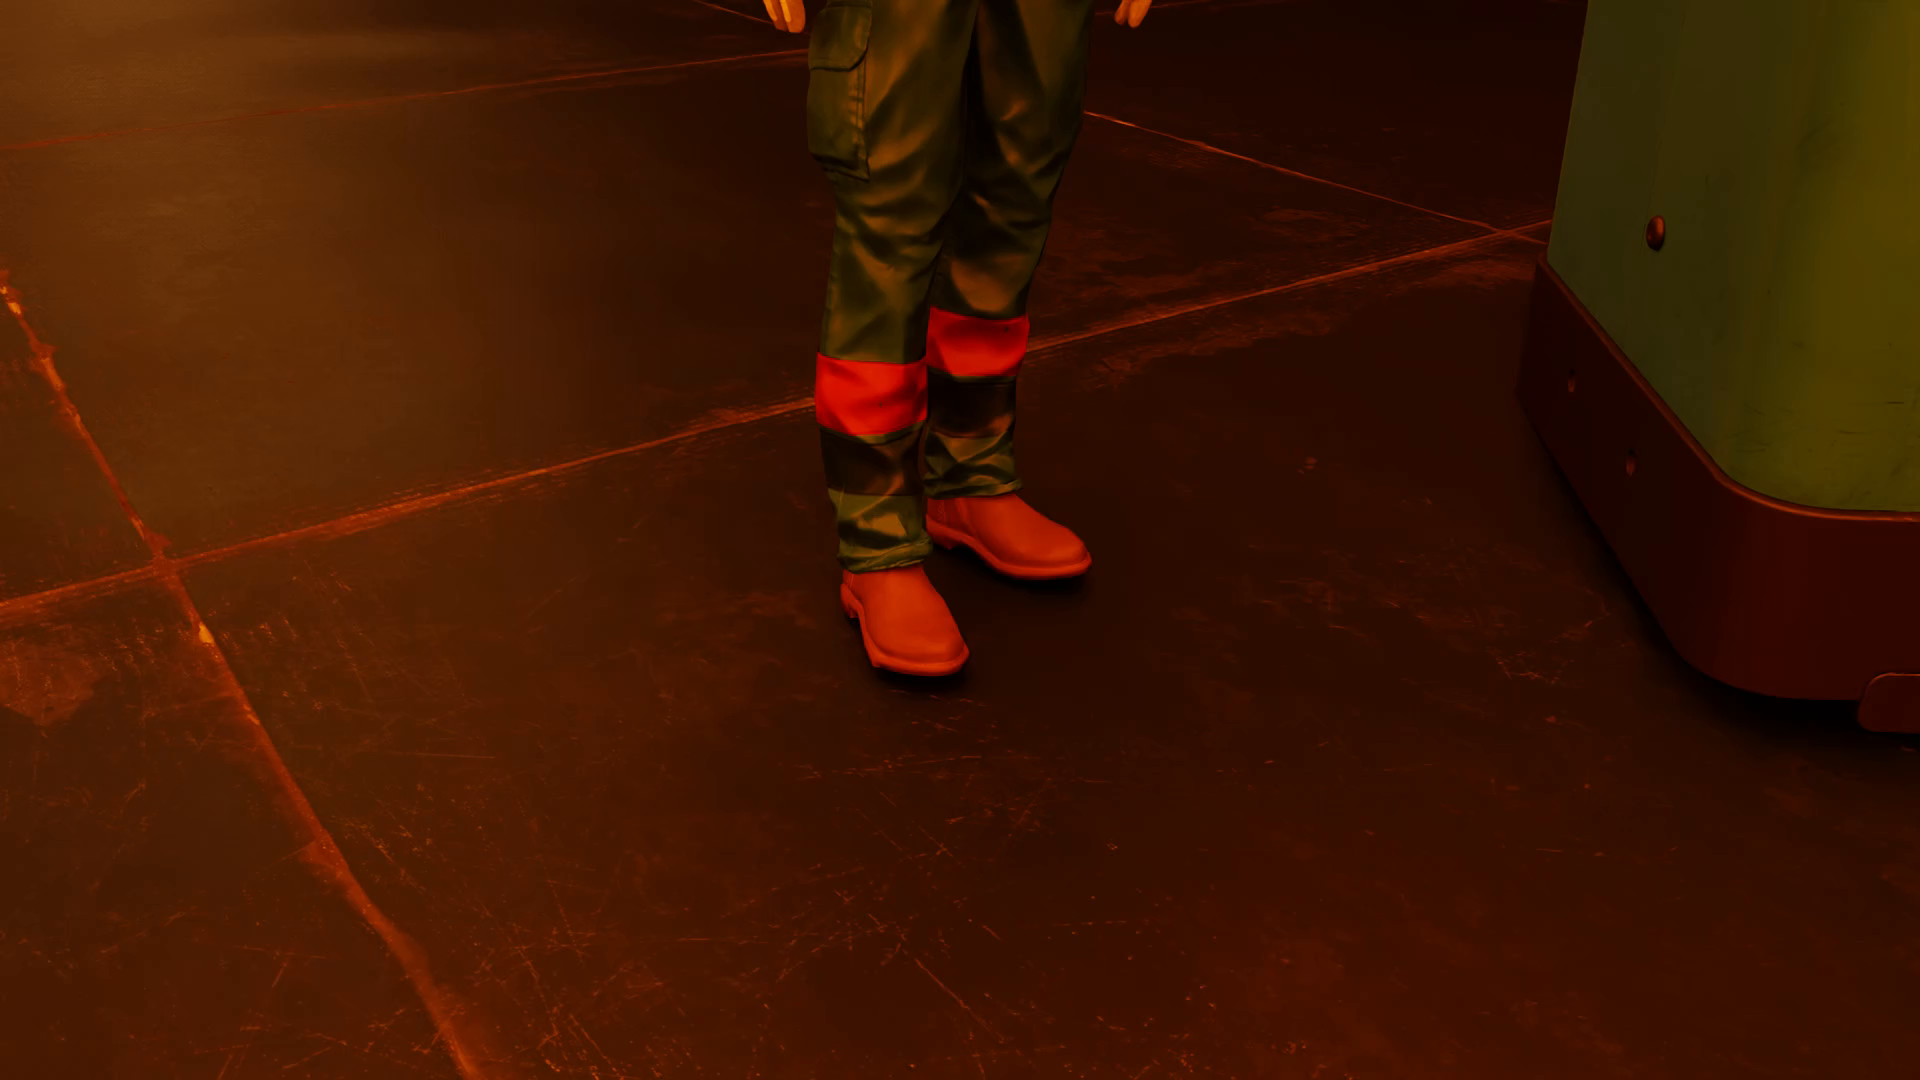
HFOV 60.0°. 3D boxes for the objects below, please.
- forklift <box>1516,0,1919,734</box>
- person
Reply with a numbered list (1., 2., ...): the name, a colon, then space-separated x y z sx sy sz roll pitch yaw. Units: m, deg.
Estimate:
1. forklift: 2.427 -1.251 1.725 3.031 2.935 1.130 2 27 3
2. person: 0.037 -0.774 2.031 0.638 1.787 0.563 -17 31 -31
